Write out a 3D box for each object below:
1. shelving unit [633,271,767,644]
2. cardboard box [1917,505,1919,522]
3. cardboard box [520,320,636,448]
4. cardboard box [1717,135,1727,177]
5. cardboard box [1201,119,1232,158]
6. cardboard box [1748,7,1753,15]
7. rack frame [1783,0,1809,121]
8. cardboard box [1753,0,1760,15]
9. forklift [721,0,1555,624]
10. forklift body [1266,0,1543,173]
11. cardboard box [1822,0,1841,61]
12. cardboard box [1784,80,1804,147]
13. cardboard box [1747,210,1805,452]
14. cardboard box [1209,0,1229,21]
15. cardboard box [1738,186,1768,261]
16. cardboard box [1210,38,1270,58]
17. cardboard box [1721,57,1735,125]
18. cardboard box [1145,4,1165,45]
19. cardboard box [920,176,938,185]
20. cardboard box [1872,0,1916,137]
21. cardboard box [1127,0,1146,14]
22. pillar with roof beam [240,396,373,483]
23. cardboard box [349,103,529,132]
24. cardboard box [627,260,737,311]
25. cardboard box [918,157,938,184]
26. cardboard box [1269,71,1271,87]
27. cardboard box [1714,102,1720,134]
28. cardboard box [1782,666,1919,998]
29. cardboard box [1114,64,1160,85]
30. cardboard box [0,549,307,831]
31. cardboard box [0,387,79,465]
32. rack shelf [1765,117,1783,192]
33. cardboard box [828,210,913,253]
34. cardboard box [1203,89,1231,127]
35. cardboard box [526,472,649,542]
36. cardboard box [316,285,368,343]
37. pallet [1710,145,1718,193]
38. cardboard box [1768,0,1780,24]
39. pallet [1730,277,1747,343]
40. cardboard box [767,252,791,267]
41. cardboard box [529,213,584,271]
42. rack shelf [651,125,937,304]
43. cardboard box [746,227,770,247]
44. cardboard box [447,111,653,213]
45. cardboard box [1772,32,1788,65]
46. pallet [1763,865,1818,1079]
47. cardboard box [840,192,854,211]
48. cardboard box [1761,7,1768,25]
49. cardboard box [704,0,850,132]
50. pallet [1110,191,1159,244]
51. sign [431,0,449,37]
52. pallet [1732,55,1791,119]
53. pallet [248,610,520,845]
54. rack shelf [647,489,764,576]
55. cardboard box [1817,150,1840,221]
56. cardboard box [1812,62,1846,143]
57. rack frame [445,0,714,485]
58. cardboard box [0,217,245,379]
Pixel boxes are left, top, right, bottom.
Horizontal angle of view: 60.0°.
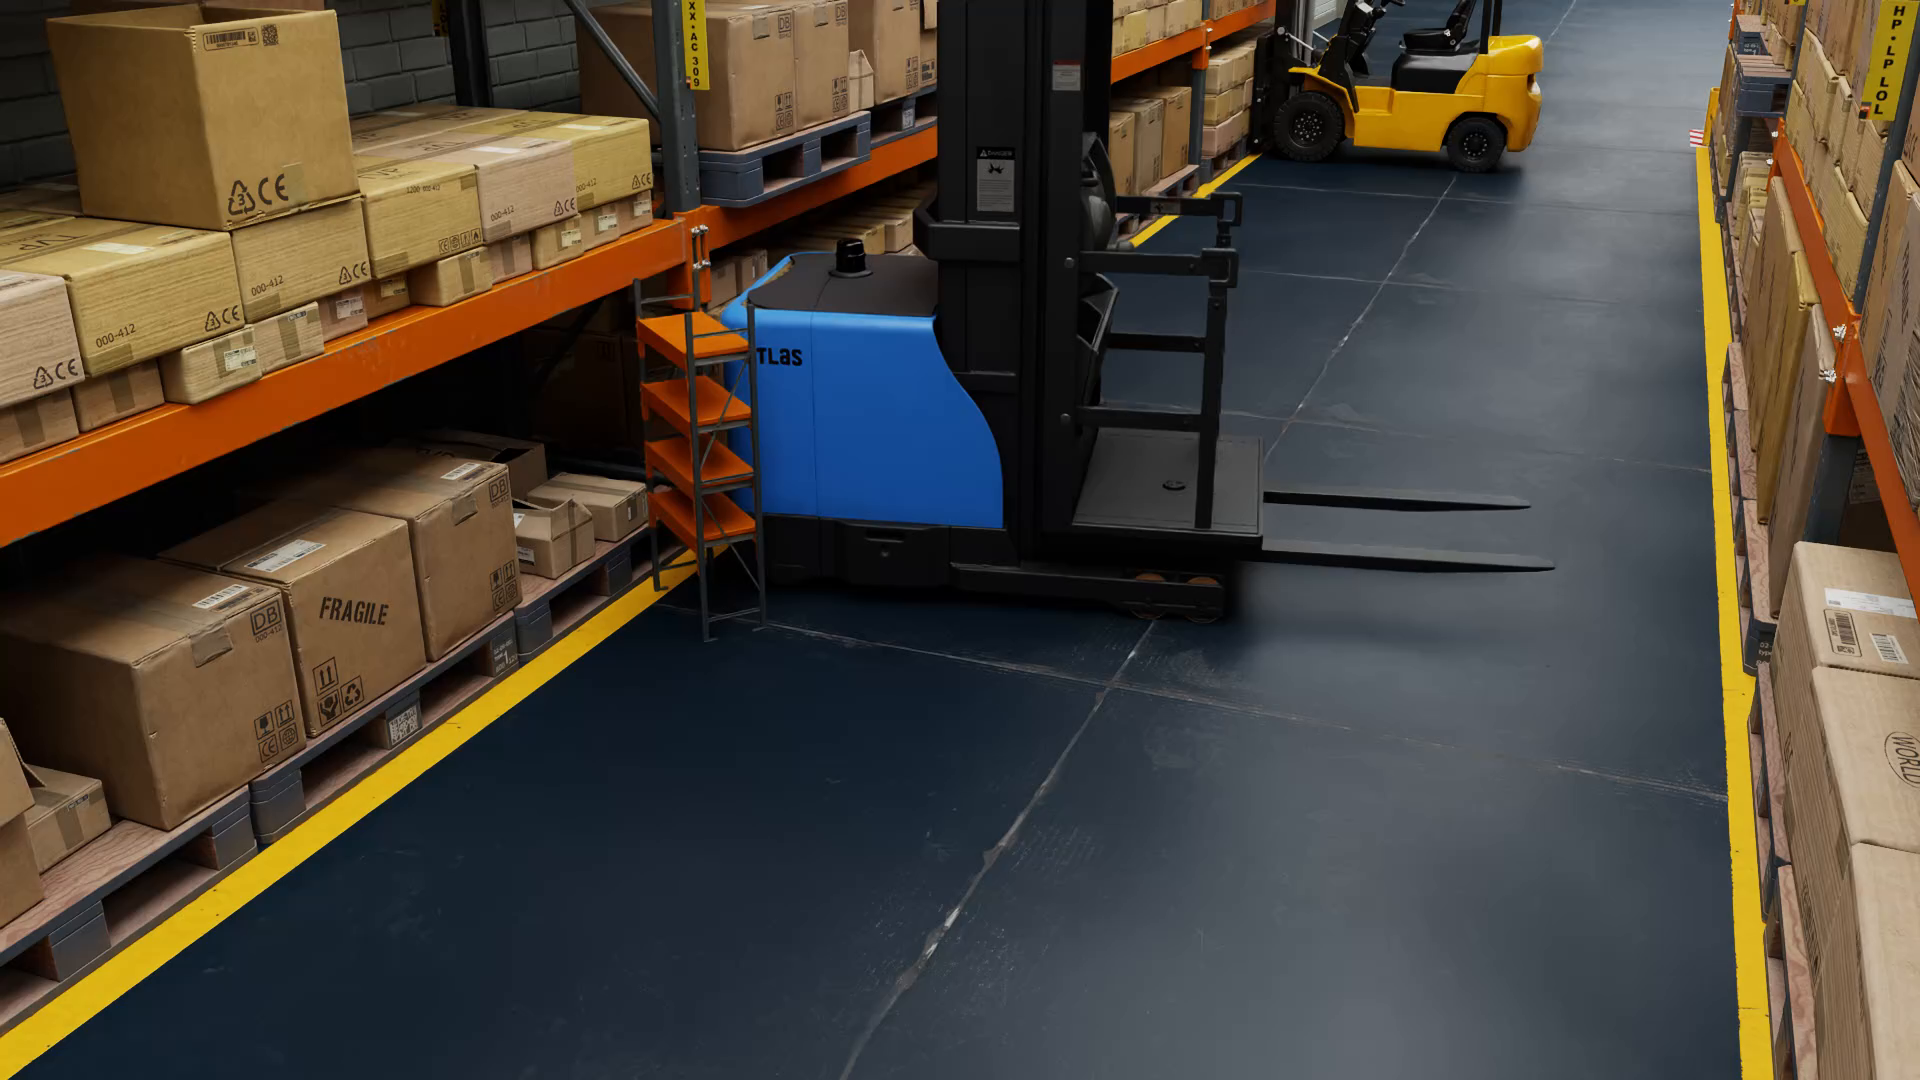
[{"bbox_3d":[-0.917,-0.295,5.885,0.258,1.200,0.503,-12,27,-27],"label":"shelving unit"},{"bbox_3d":[2.143,-0.156,3.101,0.500,0.500,0.500,10,24,22],"label":"cardboard box"},{"bbox_3d":[-1.569,-0.748,7.348,0.500,0.500,0.500,9,24,20],"label":"cardboard box"},{"bbox_3d":[6.263,-3.011,13.088,0.500,0.250,0.500,8,24,19],"label":"cardboard box"},{"bbox_3d":[1.982,-3.404,14.029,0.500,0.250,0.500,9,24,21],"label":"cardboard box"},{"bbox_3d":[6.316,-4.050,12.881,0.380,0.149,0.250,8,24,19],"label":"cardboard box"},{"bbox_3d":[4.619,-2.212,8.154,1.000,3.000,0.127,9,24,20],"label":"rack frame"},{"bbox_3d":[6.039,-4.022,11.970,0.500,0.500,0.500,8,24,19],"label":"cardboard box"},{"bbox_3d":[0.688,-1.271,5.990,3.031,2.935,1.130,4,23,9],"label":"forklift"},{"bbox_3d":[3.970,-4.453,14.620,2.313,2.155,1.214,9,24,20],"label":"forklift body"},{"bbox_3d":[3.827,-2.216,6.737,0.500,0.500,0.500,9,24,22],"label":"cardboard box"},{"bbox_3d":[4.204,-2.004,7.850,0.500,0.250,0.500,8,24,19],"label":"cardboard box"},{"bbox_3d":[3.950,-0.872,7.157,0.875,0.875,0.875,9,24,21],"label":"cardboard box"},{"bbox_3d":[1.902,-4.520,13.551,0.500,0.500,0.500,8,24,19],"label":"cardboard box"},{"bbox_3d":[5.392,-1.930,10.343,0.950,0.372,0.625,10,25,22],"label":"cardboard box"},{"bbox_3d":[2.541,-4.415,15.154,0.500,0.250,0.500,8,24,19],"label":"cardboard box"},{"bbox_3d":[6.642,-3.722,13.819,0.500,0.500,0.500,9,24,21],"label":"cardboard box"},{"bbox_3d":[1.156,-3.712,11.939,0.500,0.250,0.500,9,24,20],"label":"cardboard box"},{"bbox_3d":[-0.012,-1.946,9.374,0.380,0.149,0.250,7,24,17],"label":"cardboard box"},{"bbox_3d":[3.066,-1.484,4.984,0.500,0.500,0.500,10,25,22],"label":"cardboard box"},{"bbox_3d":[0.965,-3.757,11.398,0.500,0.250,0.500,9,24,21],"label":"cardboard box"},{"bbox_3d":[1.425,-3.522,3.506,9.100,9.000,0.400,9,24,20],"label":"pillar with roof beam"},{"bbox_3d":[-1.911,-1.419,6.065,0.500,0.250,0.500,8,24,19],"label":"cardboard box"},{"bbox_3d":[-1.153,-1.066,6.881,0.380,0.149,0.250,8,24,19],"label":"cardboard box"},{"bbox_3d":[0.253,-2.241,10.759,0.875,0.625,0.625,10,25,22],"label":"cardboard box"},{"bbox_3d":[2.721,-4.355,15.659,0.500,0.250,0.500,8,24,19],"label":"cardboard box"},{"bbox_3d":[7.034,-3.751,14.861,0.500,0.250,0.500,9,24,20],"label":"cardboard box"},{"bbox_3d":[2.468,0.738,3.872,0.875,0.438,0.875,8,24,18],"label":"cardboard box"},{"bbox_3d":[1.498,-3.943,14.023,0.500,0.250,0.500,9,24,21],"label":"cardboard box"},{"bbox_3d":[-2.294,0.395,4.610,0.700,0.500,0.500,10,25,22],"label":"cardboard box"},{"bbox_3d":[-2.318,-0.299,3.901,0.380,0.149,0.250,10,25,22],"label":"cardboard box"},{"bbox_3d":[5.362,-2.596,10.006,1.077,0.370,4.000,9,24,20],"label":"rack shelf"},{"bbox_3d":[-0.458,-1.578,8.492,0.380,0.149,0.250,8,24,18],"label":"cardboard box"},{"bbox_3d":[1.961,-3.637,13.940,0.500,0.250,0.500,9,24,20],"label":"cardboard box"},{"bbox_3d":[-1.411,-0.127,6.316,0.380,0.149,0.250,8,24,18],"label":"cardboard box"},{"bbox_3d":[-1.950,-0.674,4.798,0.380,0.149,0.250,9,24,20],"label":"cardboard box"},{"bbox_3d":[6.773,-3.040,13.755,1.003,0.211,1.213,9,24,20],"label":"pallet"},{"bbox_3d":[4.898,-3.159,9.361,0.500,0.500,0.500,7,24,16],"label":"cardboard box"},{"bbox_3d":[4.911,-1.205,9.361,1.003,0.211,1.213,9,24,20],"label":"pallet"},{"bbox_3d":[-0.891,-1.224,7.644,0.380,0.149,0.250,8,24,19],"label":"cardboard box"},{"bbox_3d":[-1.511,-1.031,5.653,0.380,0.149,0.250,9,24,21],"label":"cardboard box"},{"bbox_3d":[-0.734,-1.874,8.277,1.077,0.370,4.000,9,24,20],"label":"rack shelf"},{"bbox_3d":[-1.167,-1.472,8.239,0.380,0.149,0.250,9,24,21],"label":"cardboard box"},{"bbox_3d":[-1.440,-1.341,5.877,0.500,0.250,0.500,9,24,21],"label":"cardboard box"},{"bbox_3d":[4.607,-2.644,8.969,0.380,0.149,0.250,9,24,20],"label":"cardboard box"},{"bbox_3d":[2.326,1.205,3.591,1.003,0.211,1.213,9,24,20],"label":"pallet"},{"bbox_3d":[-0.803,-1.843,9.128,0.380,0.149,0.250,8,24,18],"label":"cardboard box"},{"bbox_3d":[5.505,-3.481,10.972,0.380,0.149,0.250,9,24,21],"label":"cardboard box"},{"bbox_3d":[-0.897,-2.056,7.107,0.700,0.500,0.500,9,24,21],"label":"cardboard box"},{"bbox_3d":[0.806,-2.359,12.123,1.003,0.211,1.213,9,24,20],"label":"pallet"},{"bbox_3d":[-1.993,-2.102,6.389,0.100,0.325,0.005,9,24,20],"label":"sign"},{"bbox_3d":[4.785,-2.394,8.838,1.213,0.211,1.003,9,24,20],"label":"pallet"},{"bbox_3d":[-2.184,0.481,5.326,1.003,0.211,1.213,9,24,20],"label":"pallet"},{"bbox_3d":[-0.921,-0.051,5.991,0.258,0.148,0.480,-12,27,-27],"label":"rack shelf"},{"bbox_3d":[3.461,-1.268,6.089,0.500,0.250,0.500,8,24,19],"label":"cardboard box"},{"bbox_3d":[3.611,-1.687,6.442,0.500,0.250,0.500,9,24,21],"label":"cardboard box"},{"bbox_3d":[-1.477,-1.490,6.425,1.000,3.000,0.127,9,24,20],"label":"rack frame"},{"bbox_3d":[-2.172,-0.613,4.134,0.500,0.250,0.500,8,24,19],"label":"cardboard box"}]
